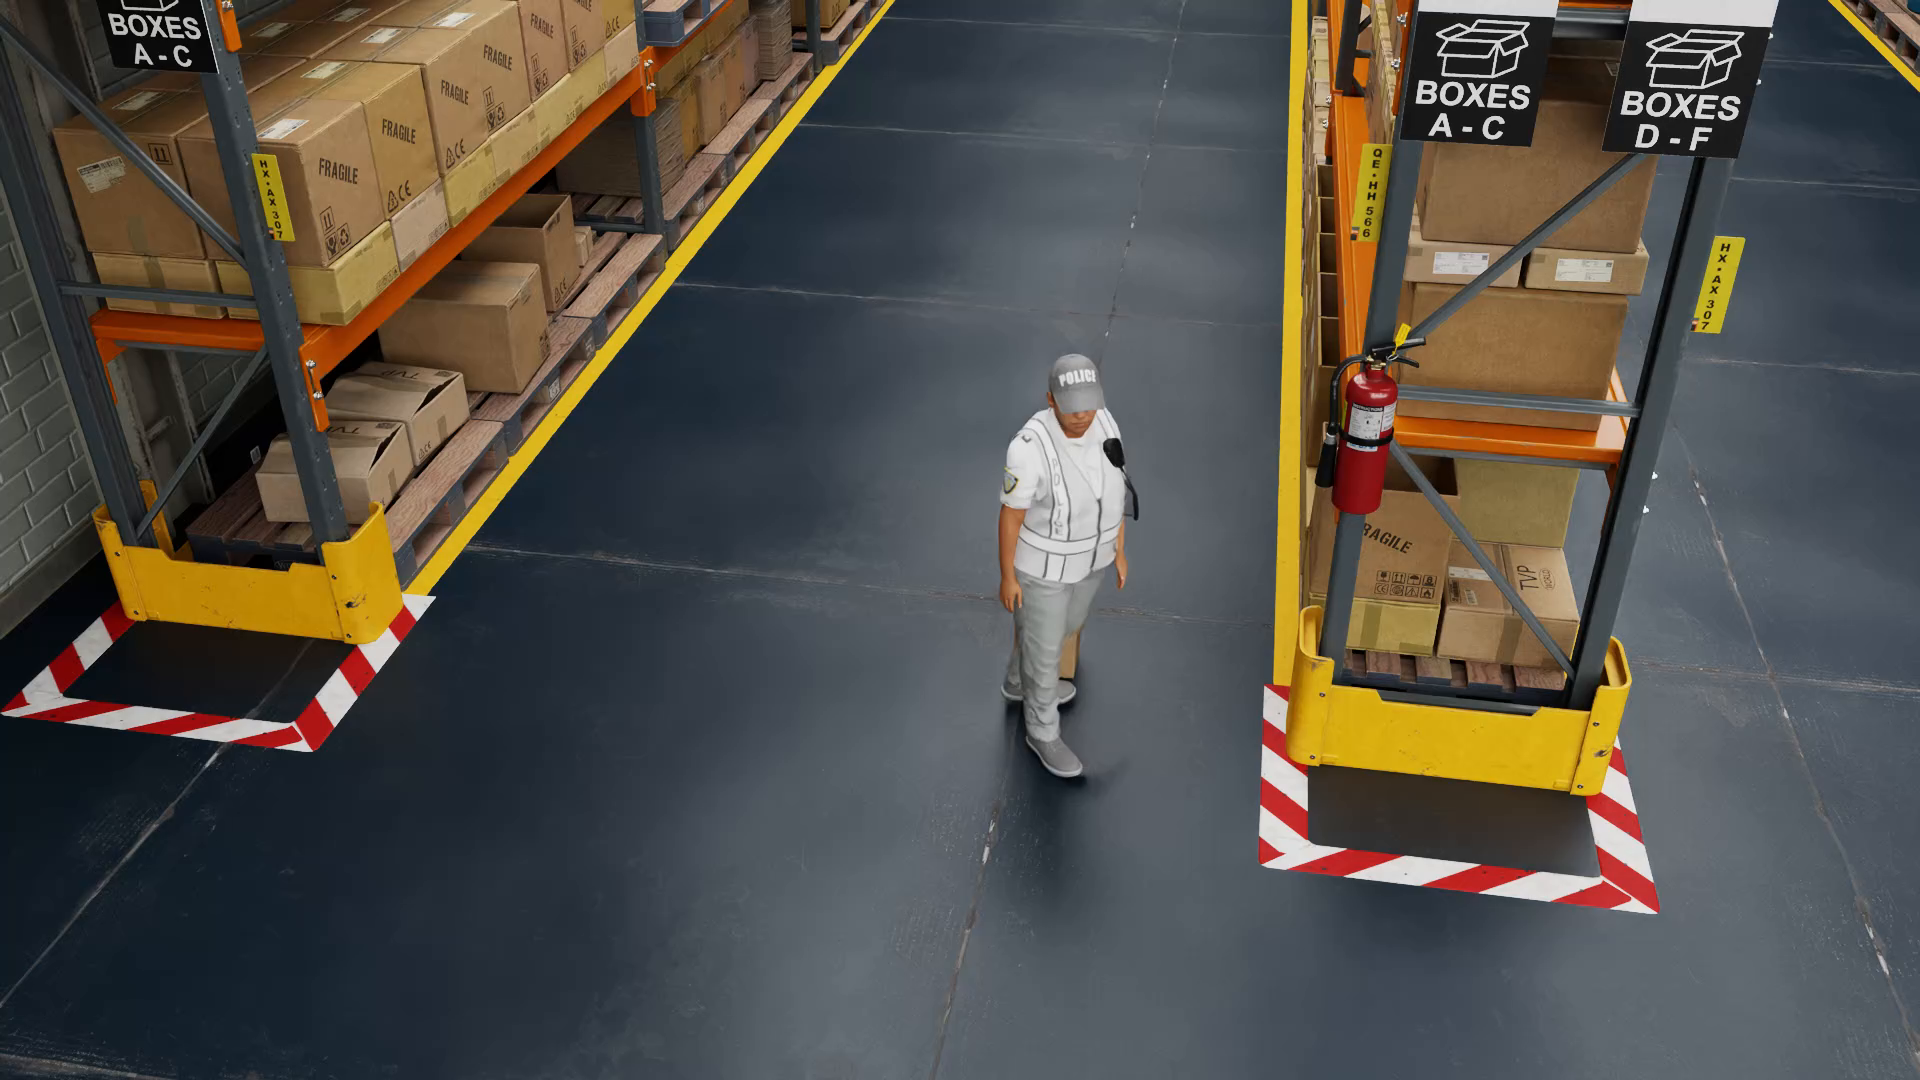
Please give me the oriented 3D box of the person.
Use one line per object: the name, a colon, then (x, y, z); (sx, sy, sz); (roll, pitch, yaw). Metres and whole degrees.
person: (0.381, 0.097, 5.965); (0.518, 1.656, 0.512); (-14, 35, -21)
